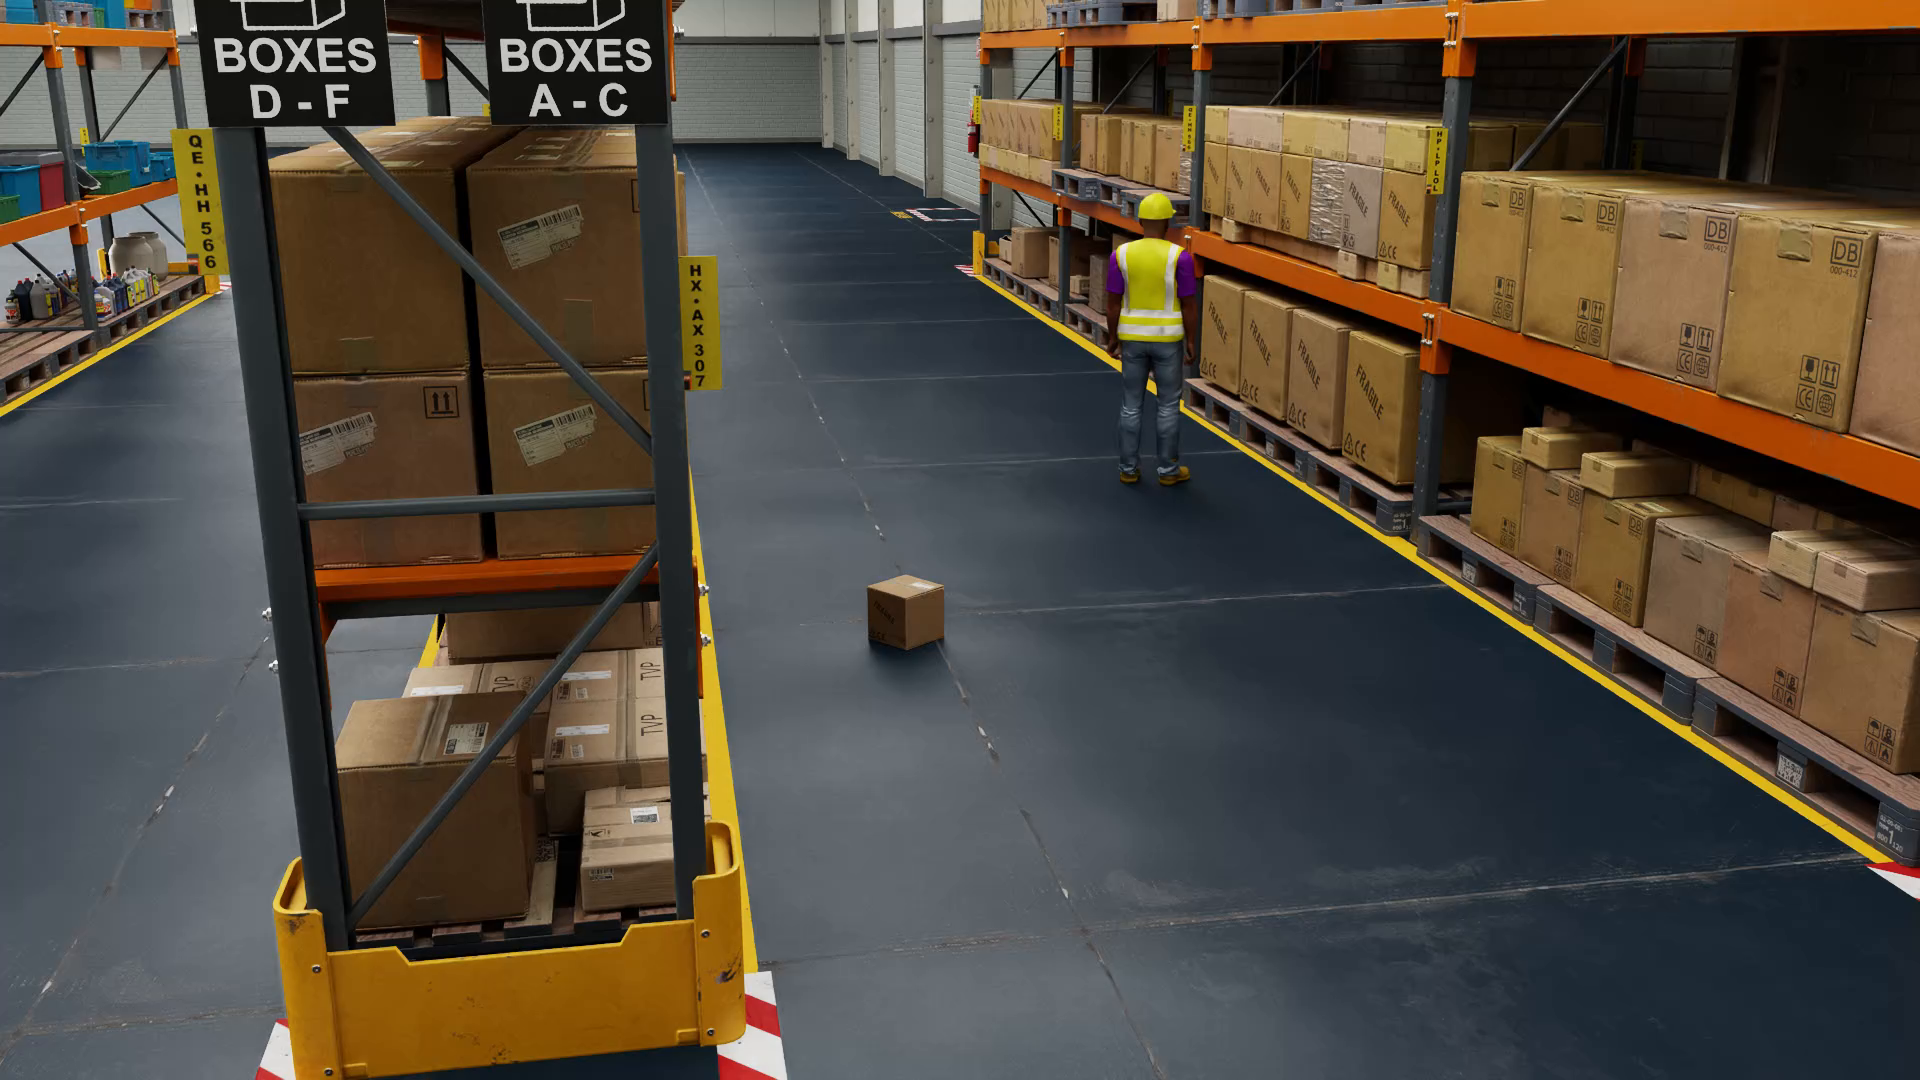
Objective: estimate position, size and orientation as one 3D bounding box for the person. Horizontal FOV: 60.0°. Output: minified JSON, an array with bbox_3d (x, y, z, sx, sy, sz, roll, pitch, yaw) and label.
[{"bbox_3d":[1.179,-1.223,10.181,0.564,1.772,0.374,5,17,18],"label":"person"}]
